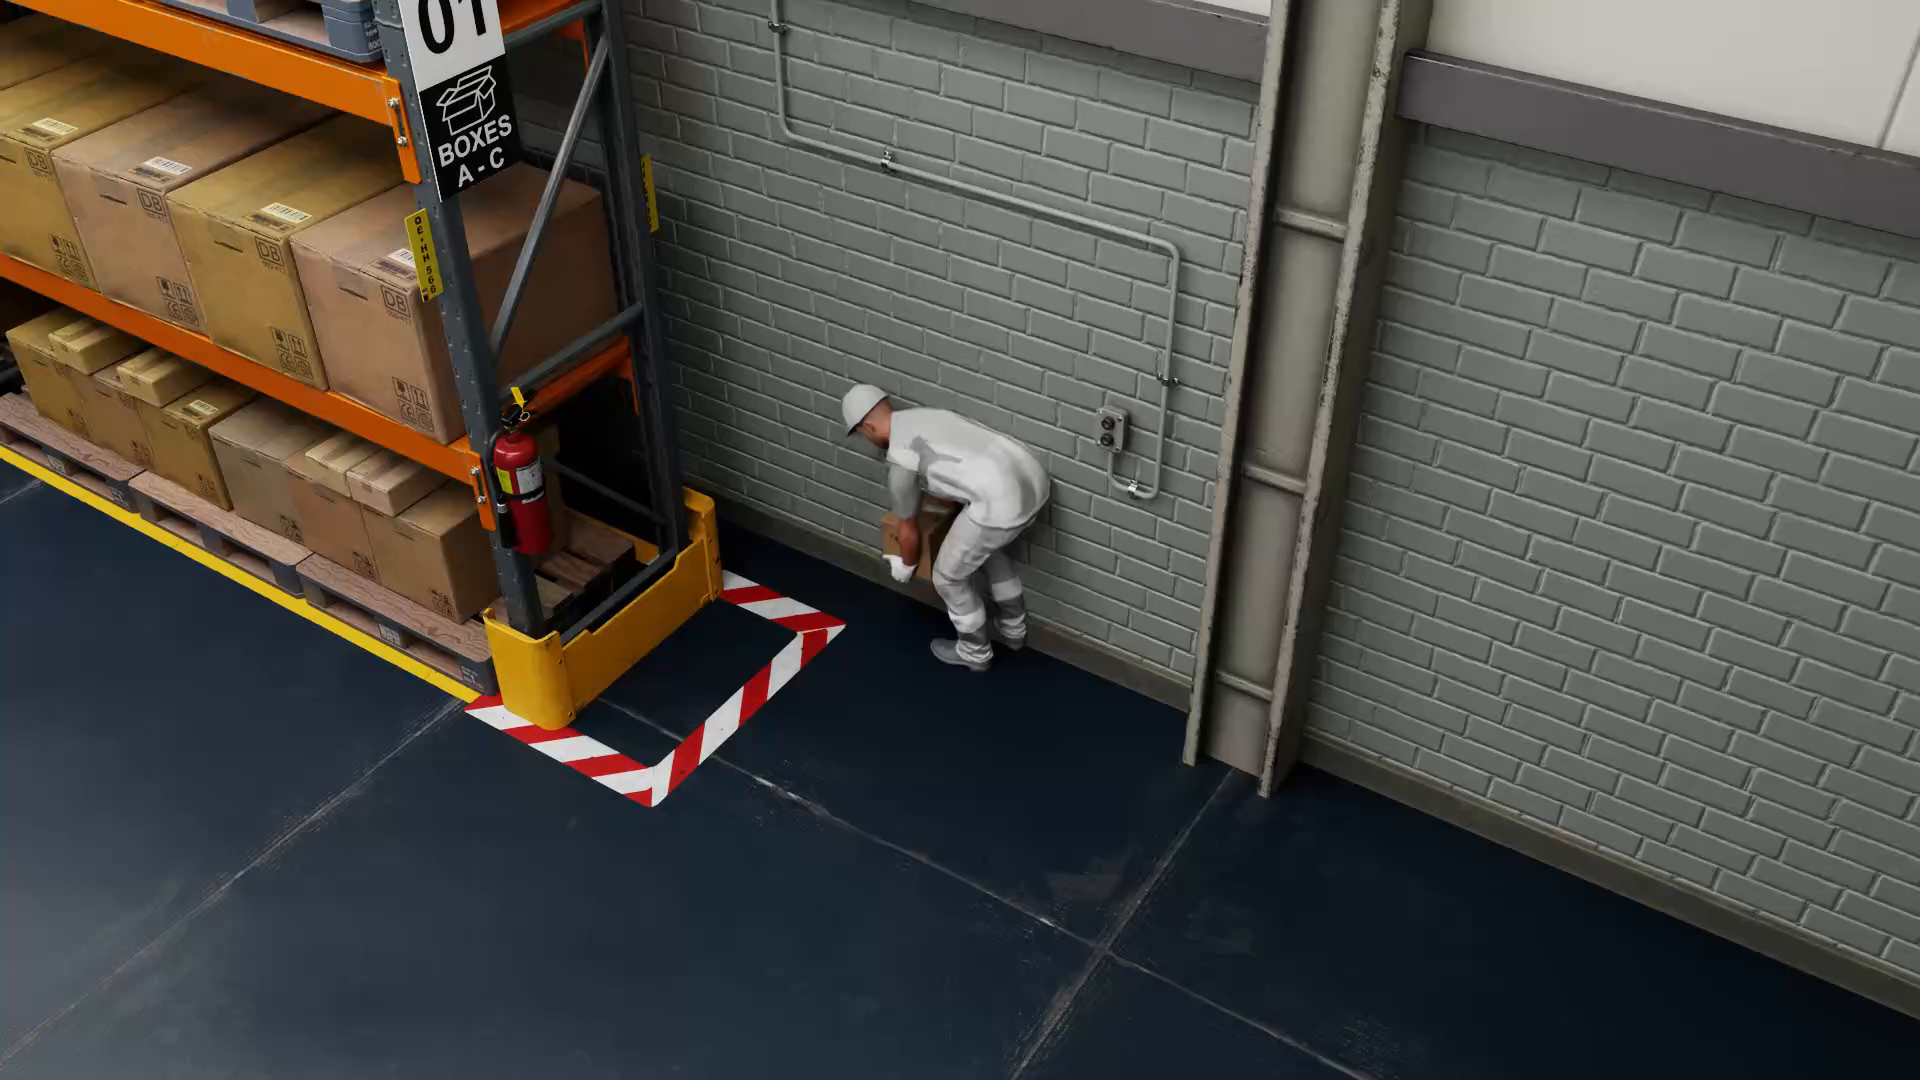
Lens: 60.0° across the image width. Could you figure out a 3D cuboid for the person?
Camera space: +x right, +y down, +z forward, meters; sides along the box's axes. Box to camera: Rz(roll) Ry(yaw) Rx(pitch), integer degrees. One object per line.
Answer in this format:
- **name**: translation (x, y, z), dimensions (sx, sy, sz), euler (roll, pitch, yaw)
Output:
- **person**: translation (-0.079, -0.052, 7.191), dimensions (0.950, 1.213, 0.485), euler (21, 43, 24)
